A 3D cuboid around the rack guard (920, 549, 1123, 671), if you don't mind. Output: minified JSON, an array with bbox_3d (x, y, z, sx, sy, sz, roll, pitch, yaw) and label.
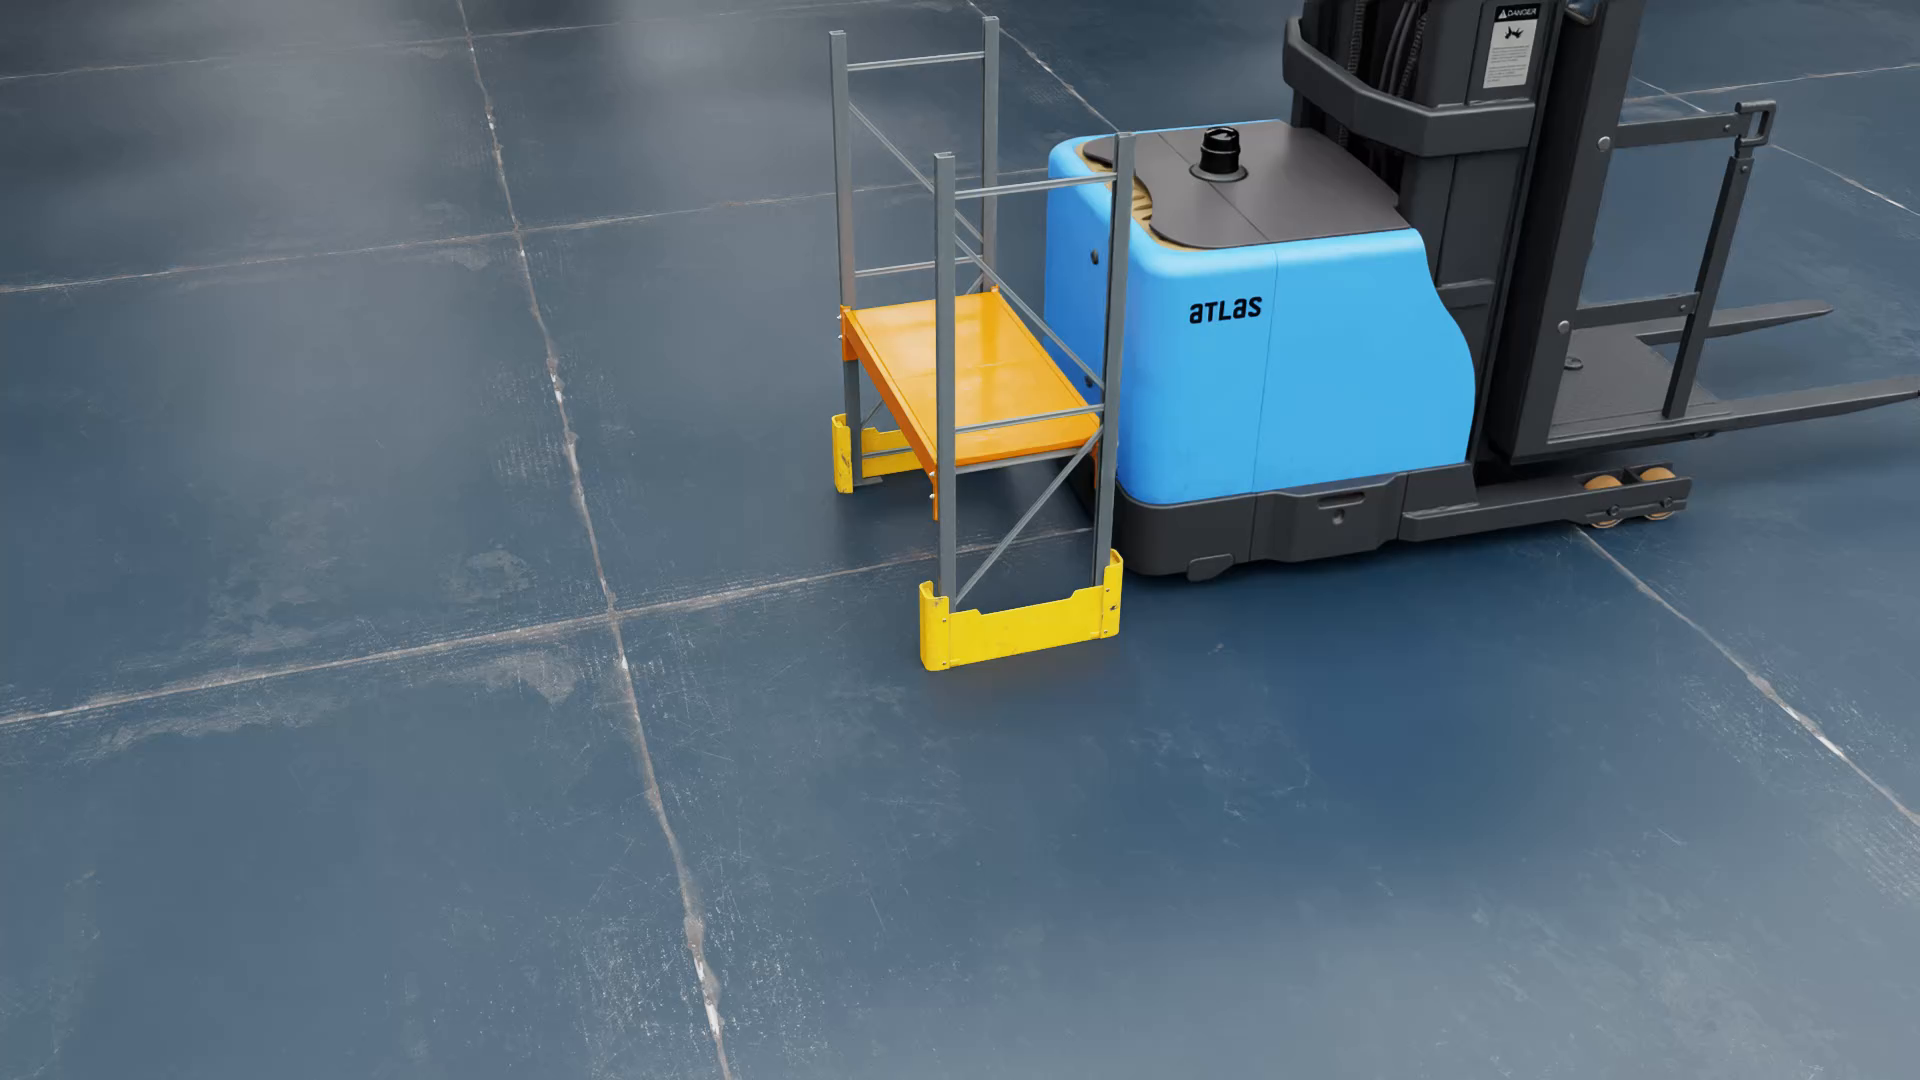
[{"bbox_3d":[0.175,0.197,4.725,0.587,0.250,0.087,-10,35,-15],"label":"rack guard"}]

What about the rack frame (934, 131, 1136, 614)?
[{"bbox_3d":[0.181,-0.314,4.365,0.500,1.500,0.032,-10,35,-15],"label":"rack frame"}]

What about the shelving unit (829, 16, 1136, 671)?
[{"bbox_3d":[0.023,-0.586,4.776,0.587,1.500,1.083,-10,35,-15],"label":"shelving unit"}]

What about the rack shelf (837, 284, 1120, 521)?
[{"bbox_3d":[0.026,-0.431,4.868,0.538,0.185,1.000,-10,35,-15],"label":"rack shelf"}]

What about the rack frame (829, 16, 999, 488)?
[{"bbox_3d":[-0.129,-0.848,5.173,0.500,1.500,0.032,-10,35,-15],"label":"rack frame"}]

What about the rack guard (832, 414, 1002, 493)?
[{"bbox_3d":[-0.129,-0.326,5.516,0.587,0.250,0.087,-10,35,-15],"label":"rack guard"}]

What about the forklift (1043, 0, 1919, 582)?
[{"bbox_3d":[1.838,-1.534,4.912,3.031,2.935,1.130,-8,34,-12],"label":"forklift"}]
